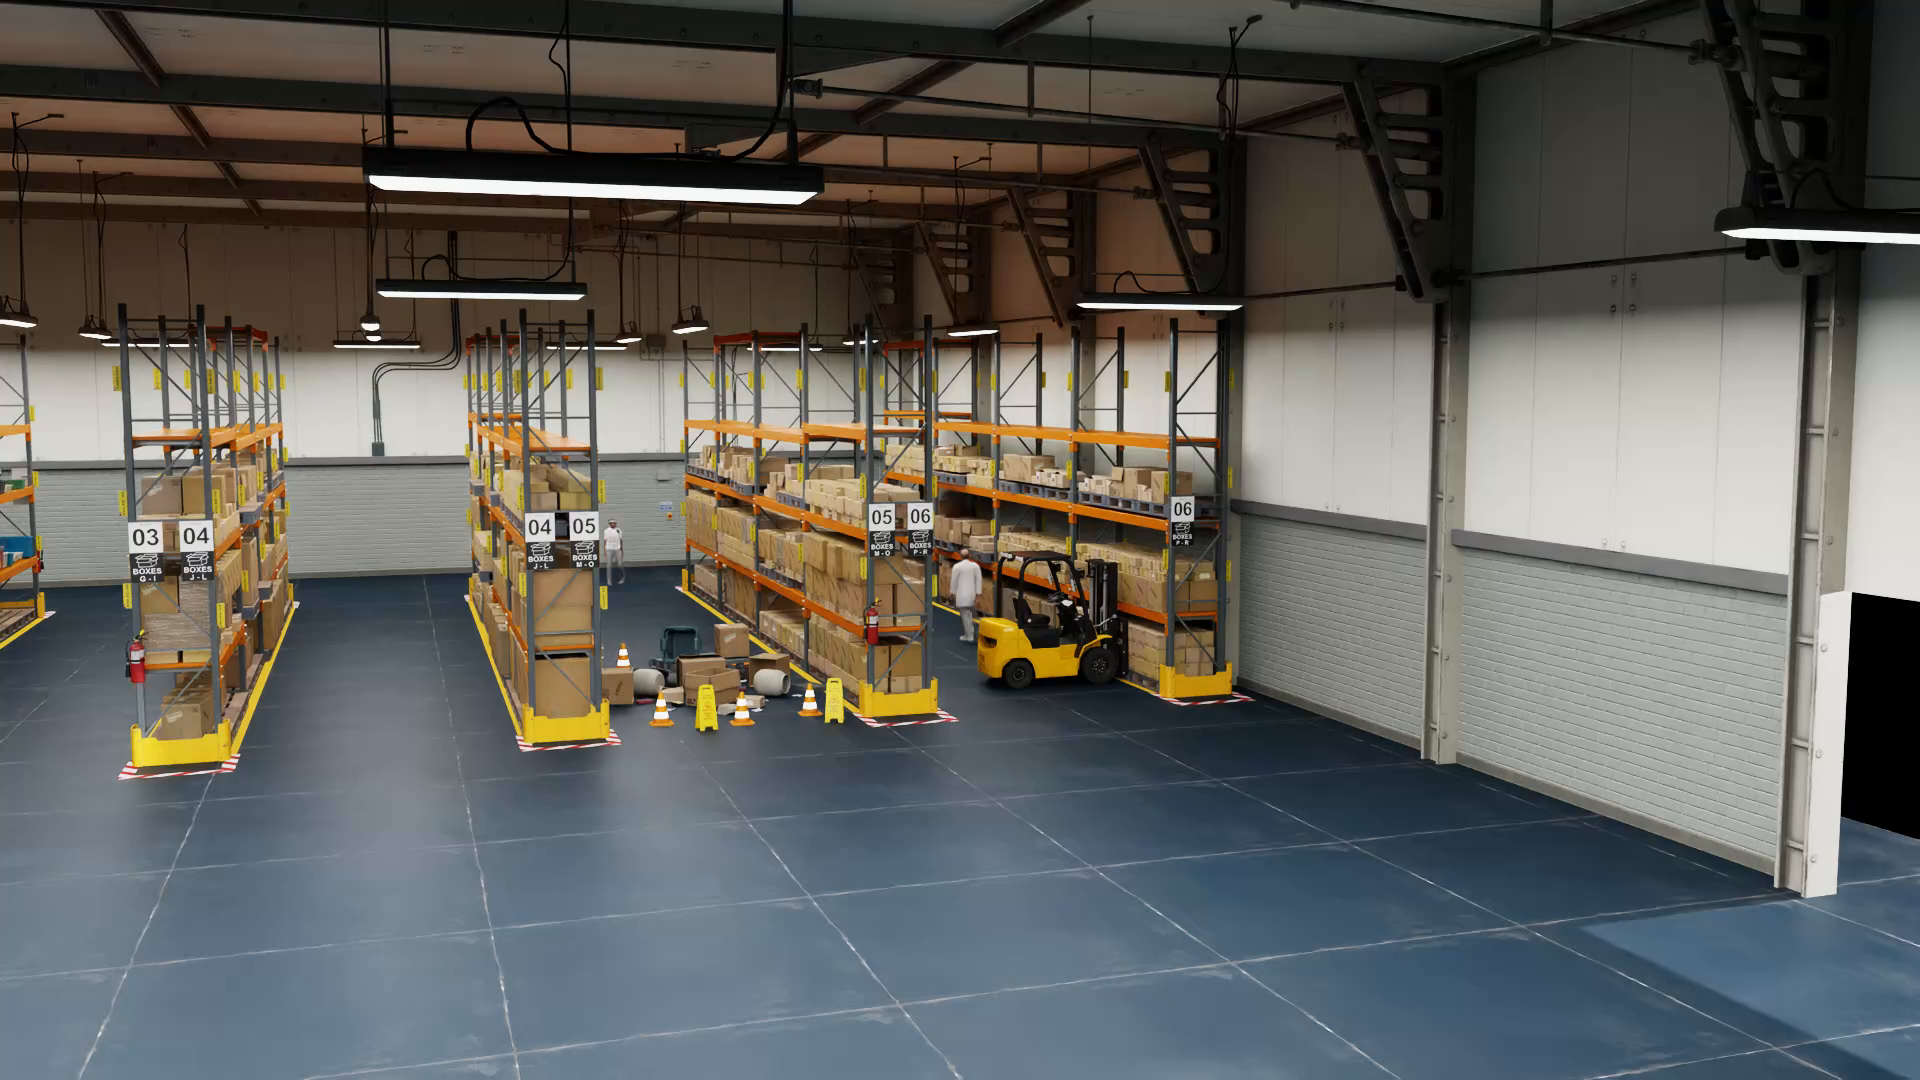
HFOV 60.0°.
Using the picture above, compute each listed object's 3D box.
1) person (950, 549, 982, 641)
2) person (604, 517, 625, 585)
[{"bbox_3d":[0.101,1.078,32.044,0.558,1.821,0.609,-3,6,-31],"label":"person"},{"bbox_3d":[-8.585,0.280,41.248,0.487,1.684,0.508,-1,6,-10],"label":"person"}]
